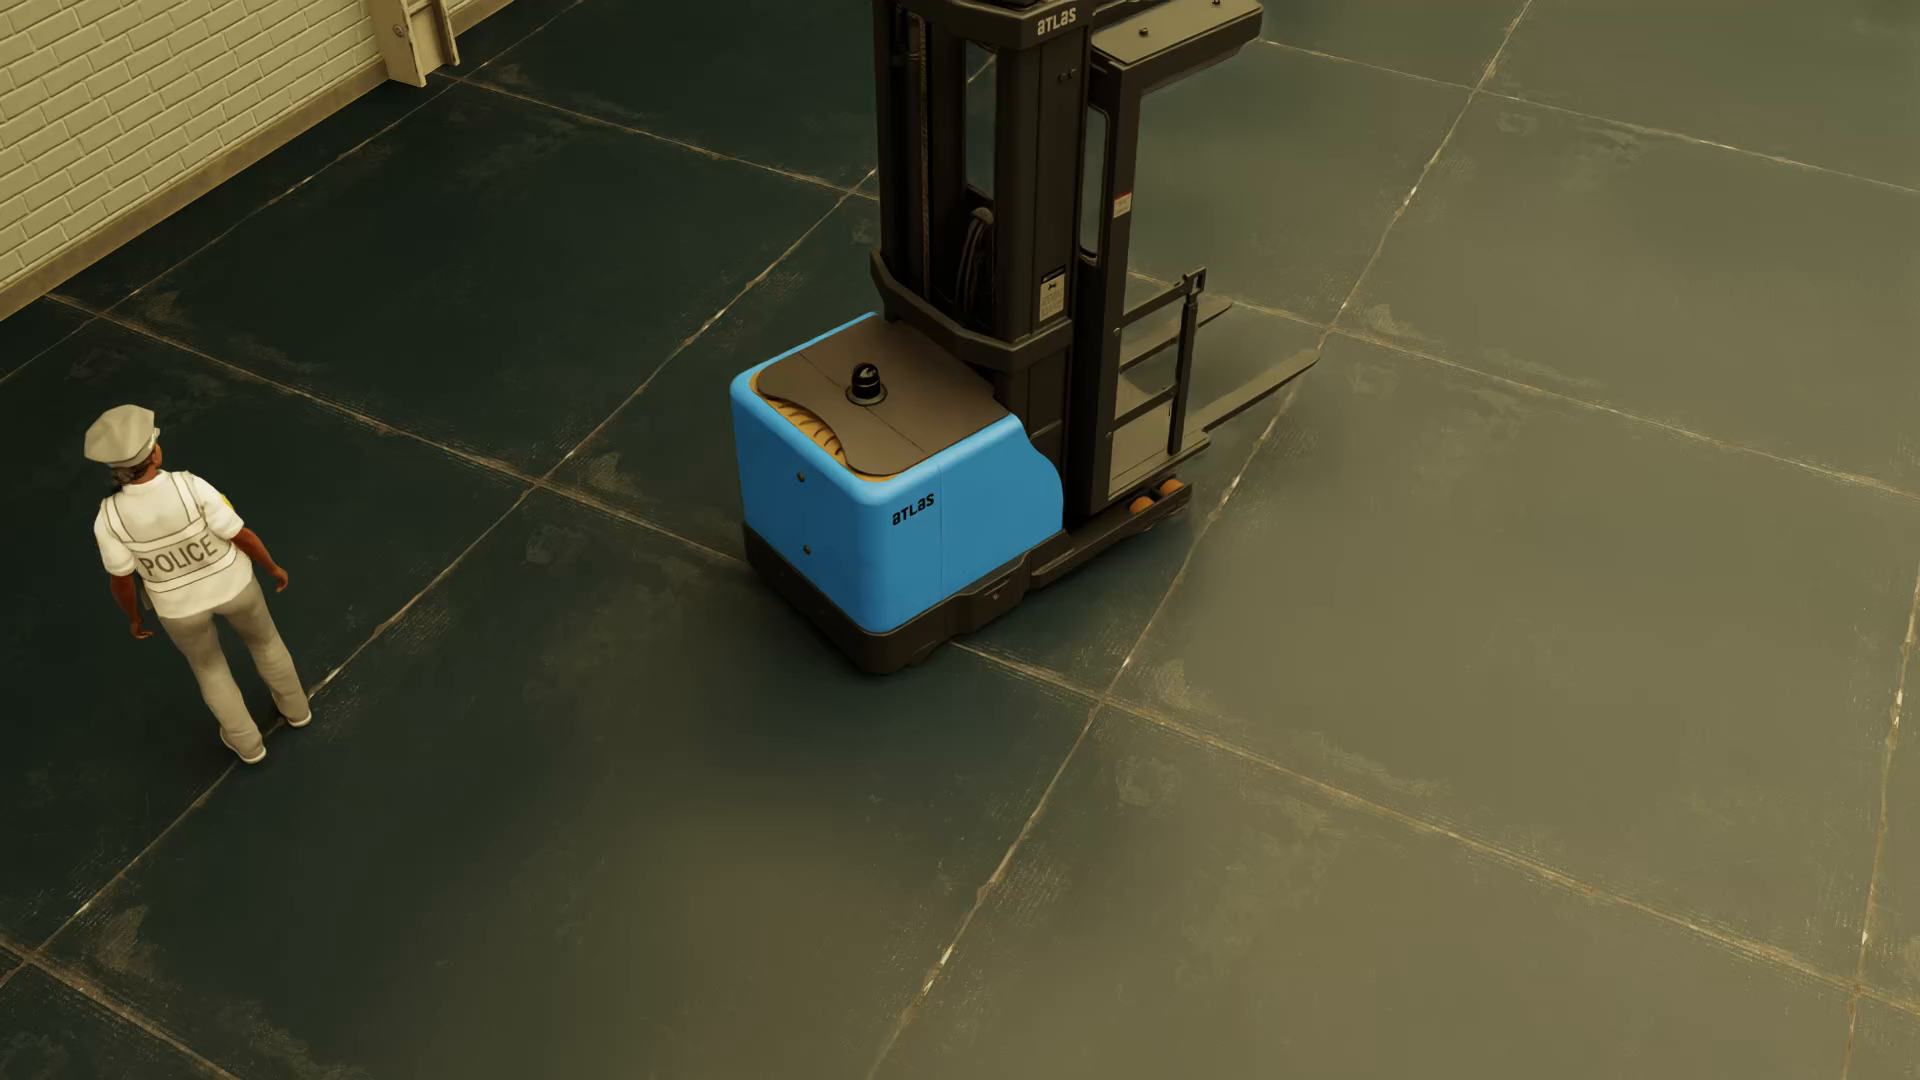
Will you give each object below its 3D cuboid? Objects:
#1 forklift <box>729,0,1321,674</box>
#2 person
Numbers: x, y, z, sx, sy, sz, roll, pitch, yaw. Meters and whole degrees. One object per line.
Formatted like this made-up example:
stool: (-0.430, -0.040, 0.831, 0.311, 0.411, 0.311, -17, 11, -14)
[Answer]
forklift: (0.470, -1.356, 7.093, 3.031, 2.935, 1.130, -30, 51, -28)
person: (-2.908, 0.176, 6.388, 0.591, 1.672, 0.405, -23, 48, -22)
